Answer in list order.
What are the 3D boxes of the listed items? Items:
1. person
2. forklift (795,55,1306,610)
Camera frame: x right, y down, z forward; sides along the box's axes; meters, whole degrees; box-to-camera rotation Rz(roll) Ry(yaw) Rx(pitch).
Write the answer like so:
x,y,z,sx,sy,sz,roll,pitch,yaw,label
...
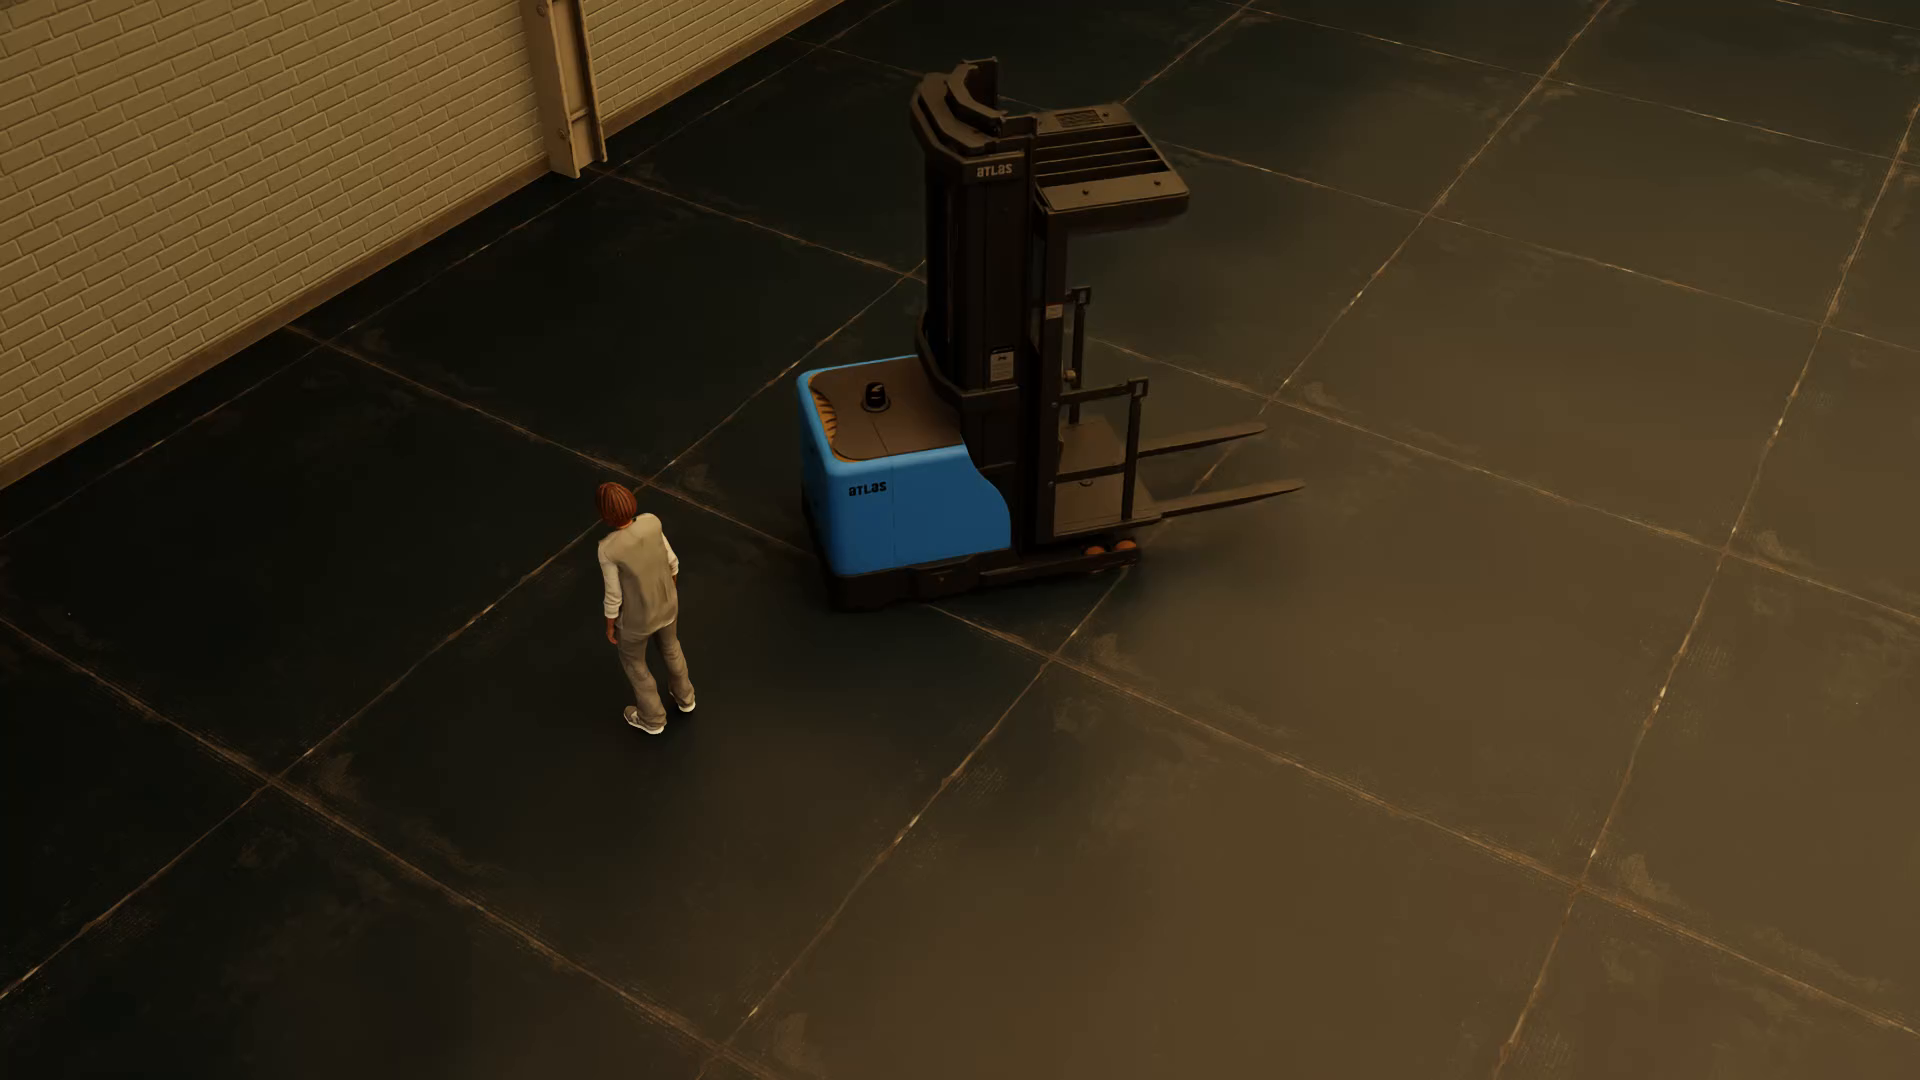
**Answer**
x,y,z,sx,sy,sz,roll,pitch,yaw,label
-1.632,0.361,8.578,0.348,1.592,0.474,32,50,32,person
0.596,-1.237,9.426,3.031,2.935,1.130,-10,41,-12,forklift
